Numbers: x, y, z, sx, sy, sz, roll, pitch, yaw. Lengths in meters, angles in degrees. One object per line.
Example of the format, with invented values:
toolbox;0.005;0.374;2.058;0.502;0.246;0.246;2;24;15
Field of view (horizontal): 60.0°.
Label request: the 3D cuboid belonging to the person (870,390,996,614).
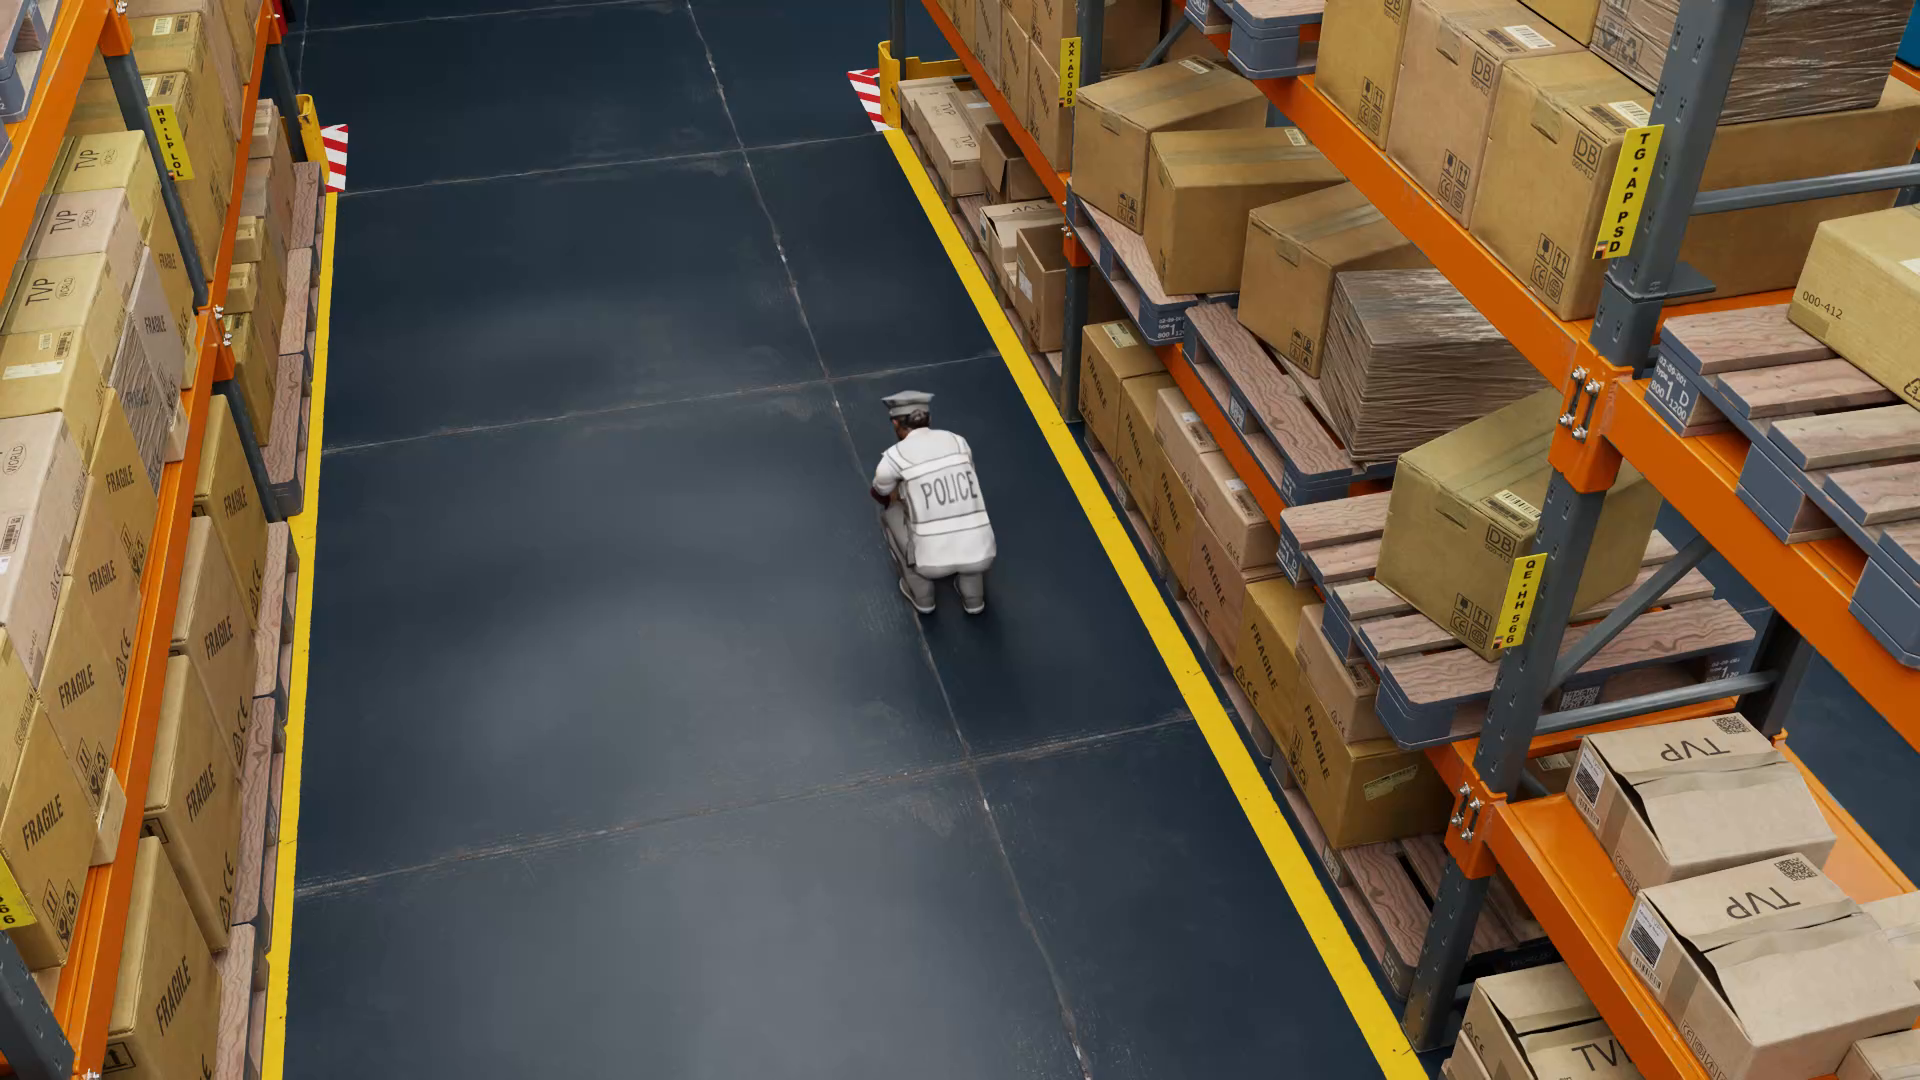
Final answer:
person;-0.124;-0.174;7.520;0.501;0.948;0.849;-9;39;-11
